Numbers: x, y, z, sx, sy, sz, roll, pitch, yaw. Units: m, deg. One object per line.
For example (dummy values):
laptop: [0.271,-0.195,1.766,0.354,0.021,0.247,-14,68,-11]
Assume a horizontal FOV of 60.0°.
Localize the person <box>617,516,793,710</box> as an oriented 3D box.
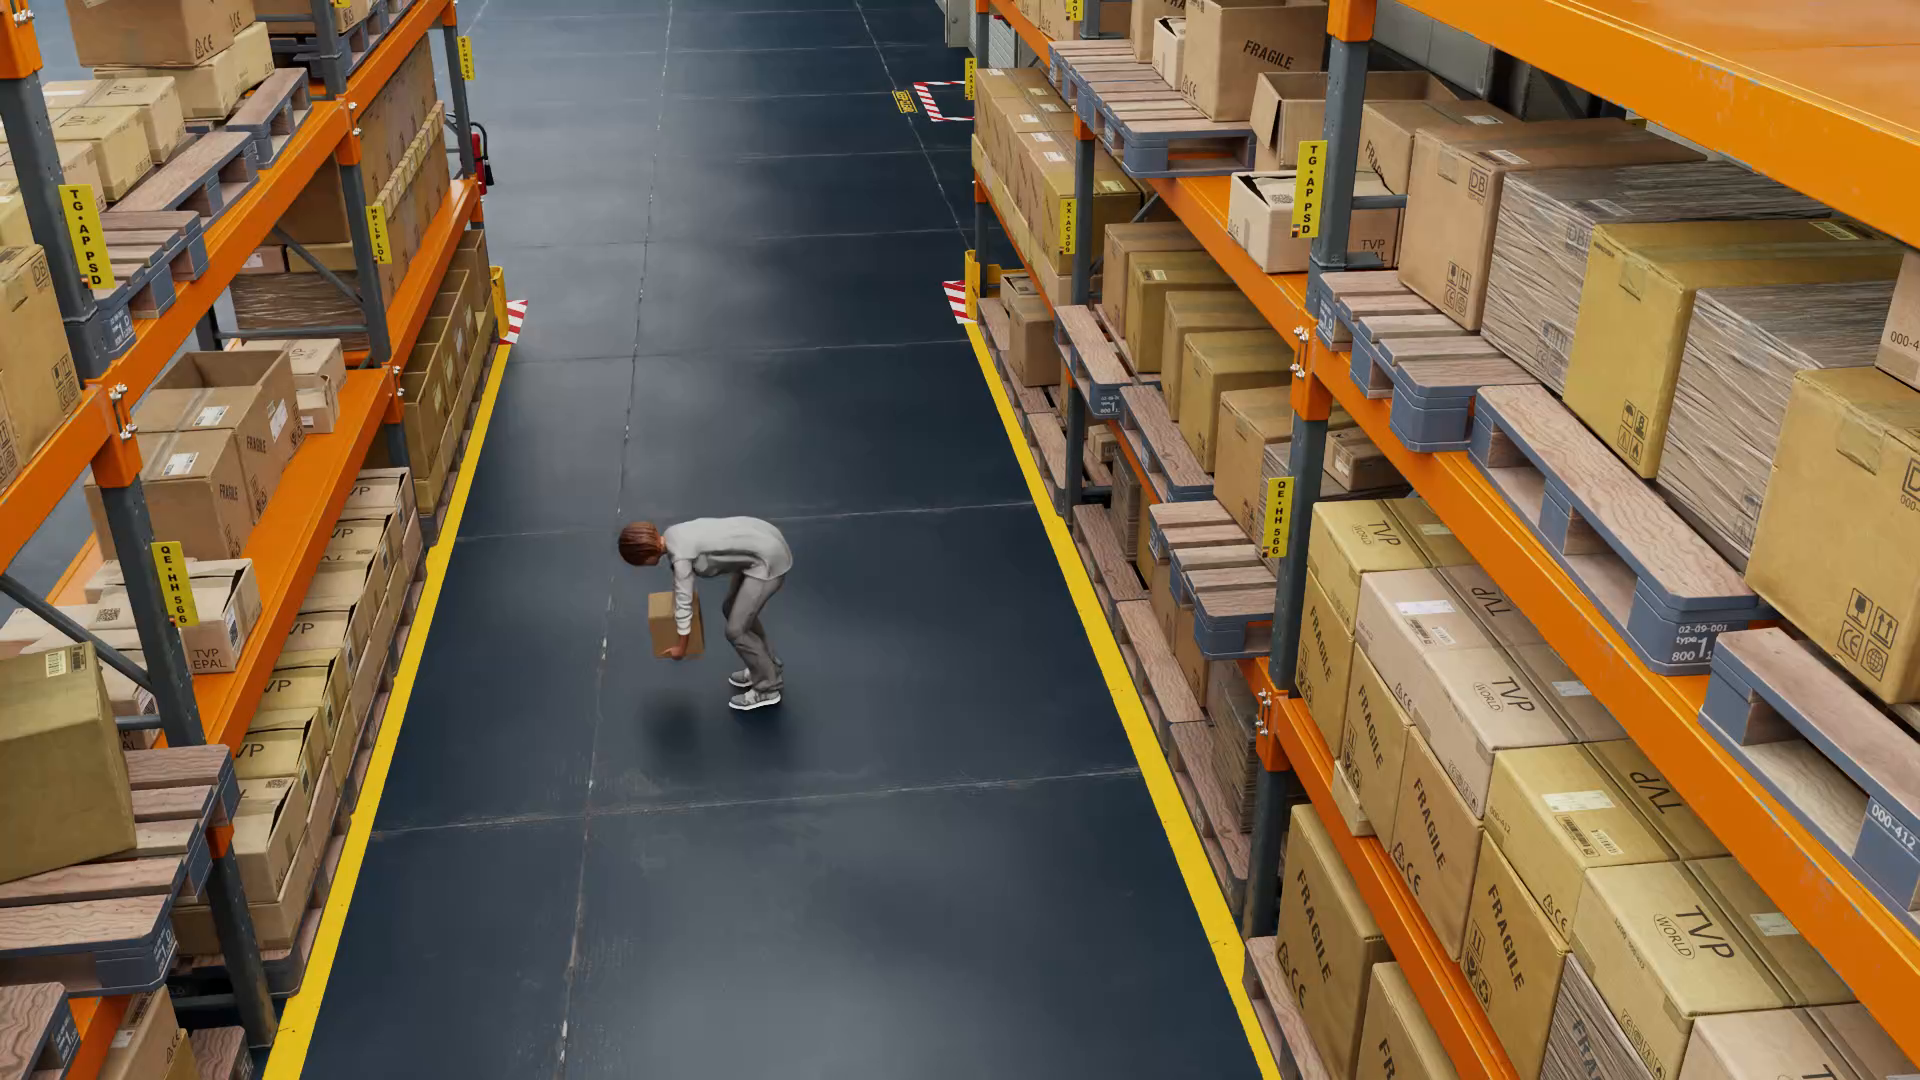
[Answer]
person: [-1.278,0.364,8.530,0.864,1.047,0.390,-5,28,-9]
